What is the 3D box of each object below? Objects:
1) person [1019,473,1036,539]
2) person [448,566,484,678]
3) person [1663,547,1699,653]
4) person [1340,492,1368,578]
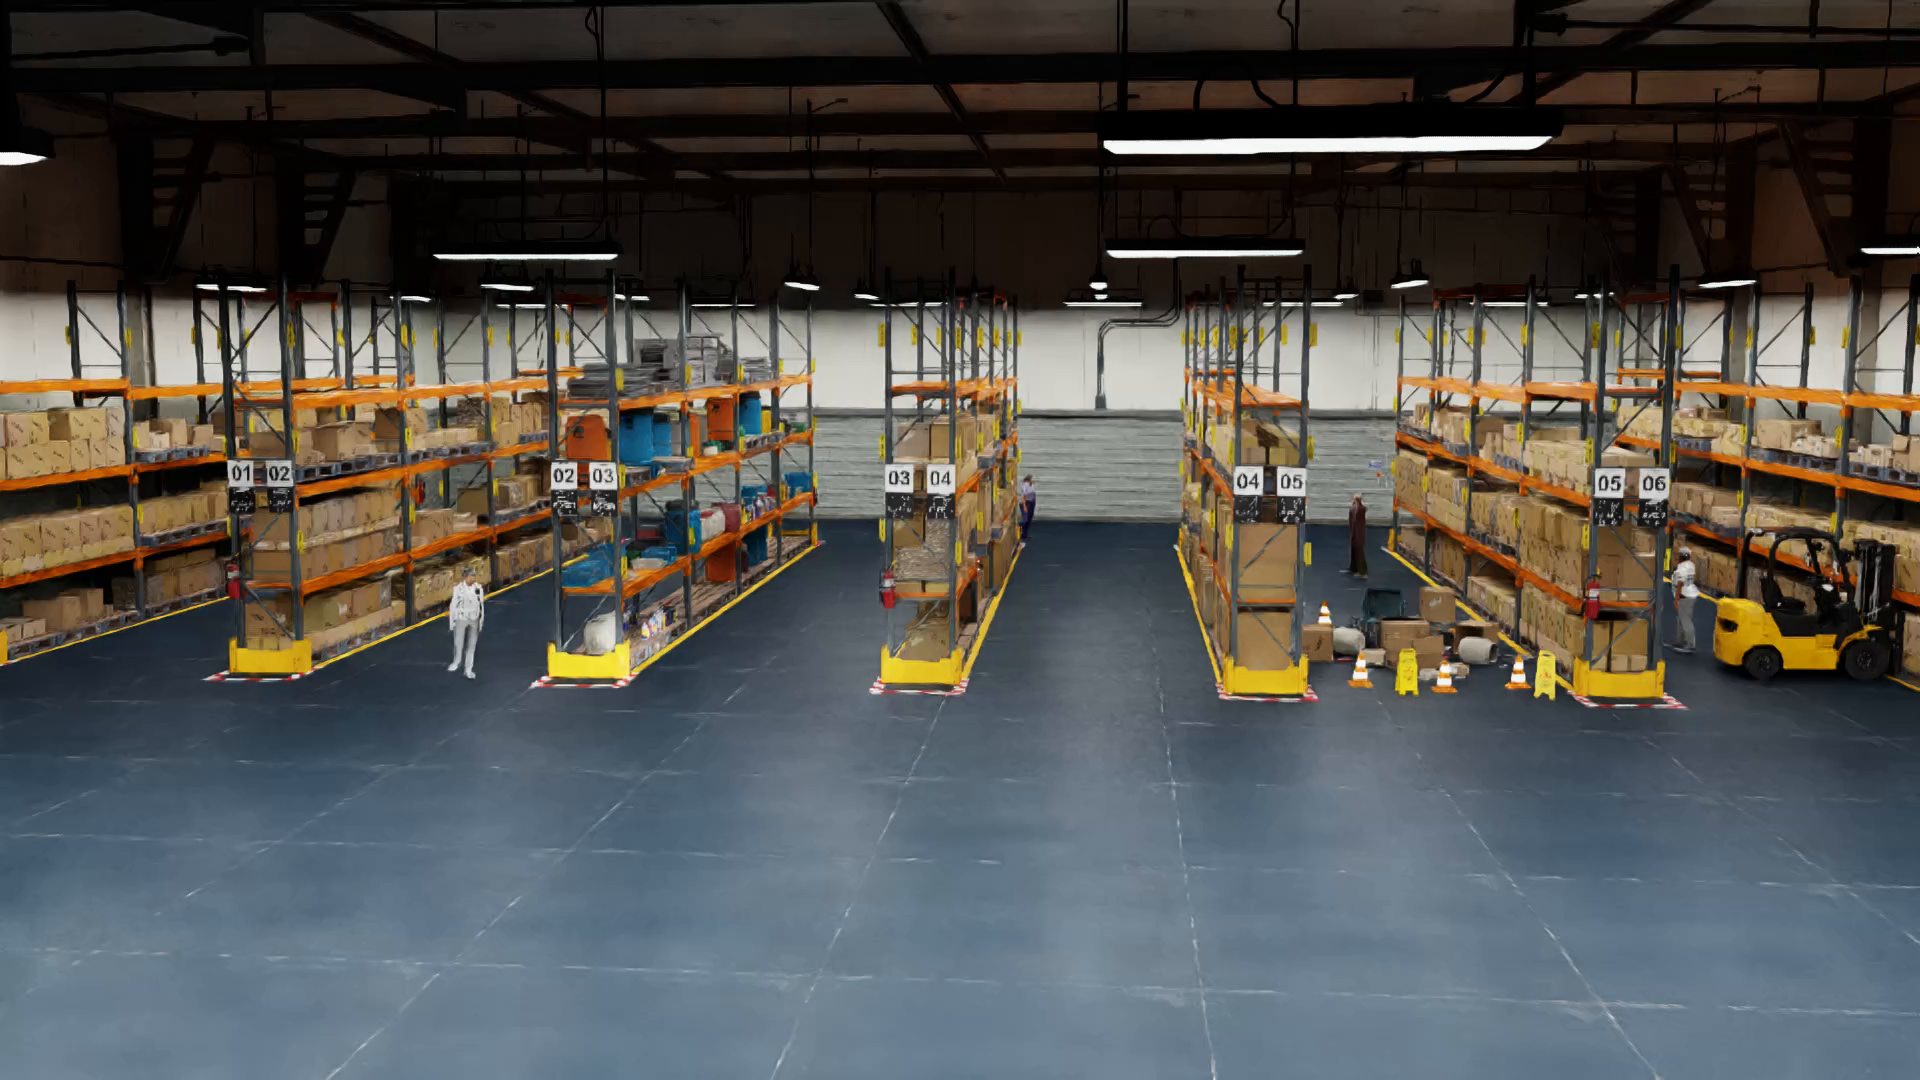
[{"bbox_3d":[1.615,-0.831,41.277,0.456,1.641,0.657,4,8,32],"label":"person"},{"bbox_3d":[-7.323,1.192,24.650,0.530,1.670,0.519,-4,8,-32],"label":"person"},{"bbox_3d":[11.564,0.938,26.647,0.556,1.659,0.598,5,9,36],"label":"person"},{"bbox_3d":[8.257,-0.109,34.743,0.642,1.763,0.691,3,8,26],"label":"person"}]
